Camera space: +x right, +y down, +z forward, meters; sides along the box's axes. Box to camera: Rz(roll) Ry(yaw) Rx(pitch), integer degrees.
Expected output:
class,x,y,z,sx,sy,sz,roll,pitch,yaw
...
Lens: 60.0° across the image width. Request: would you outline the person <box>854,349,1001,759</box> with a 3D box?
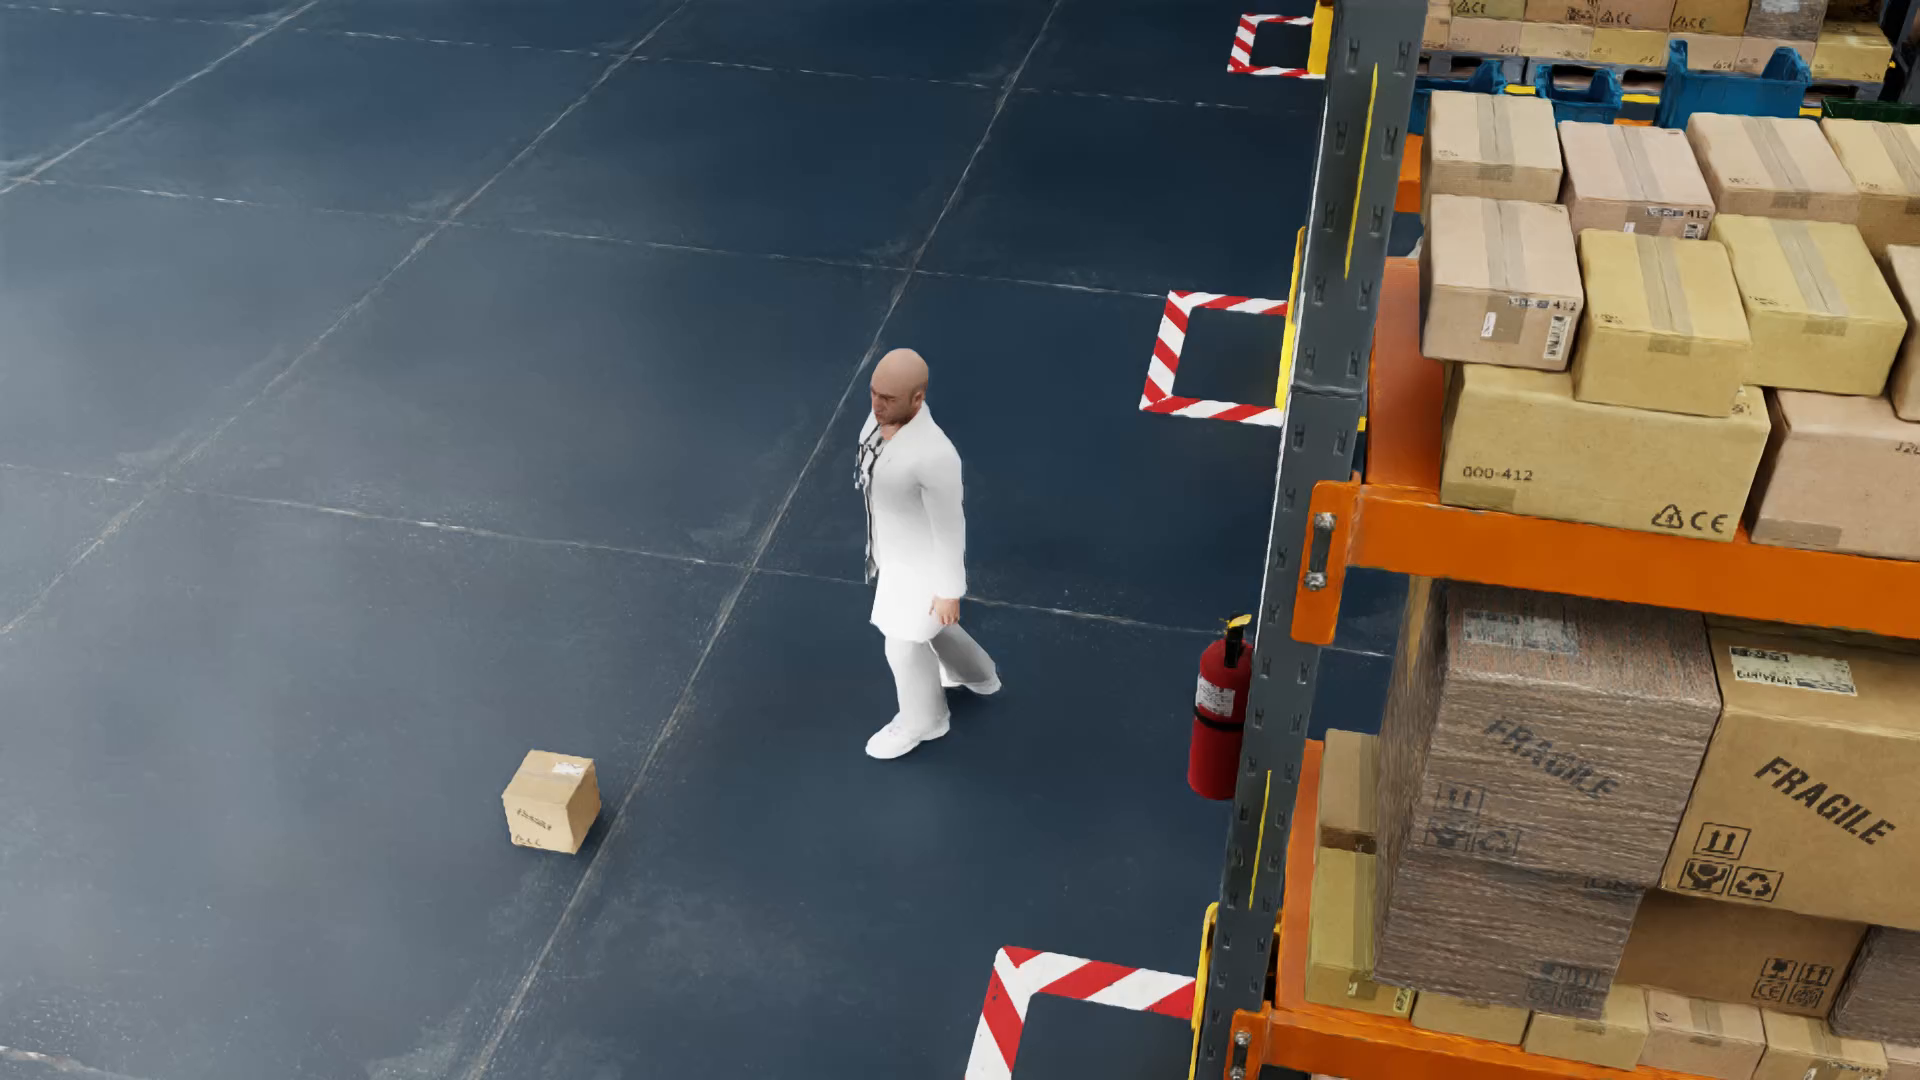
class,x,y,z,sx,sy,sz,roll,pitch,yaw
person,-0.102,0.035,6.114,0.616,1.769,0.619,-13,38,-17
